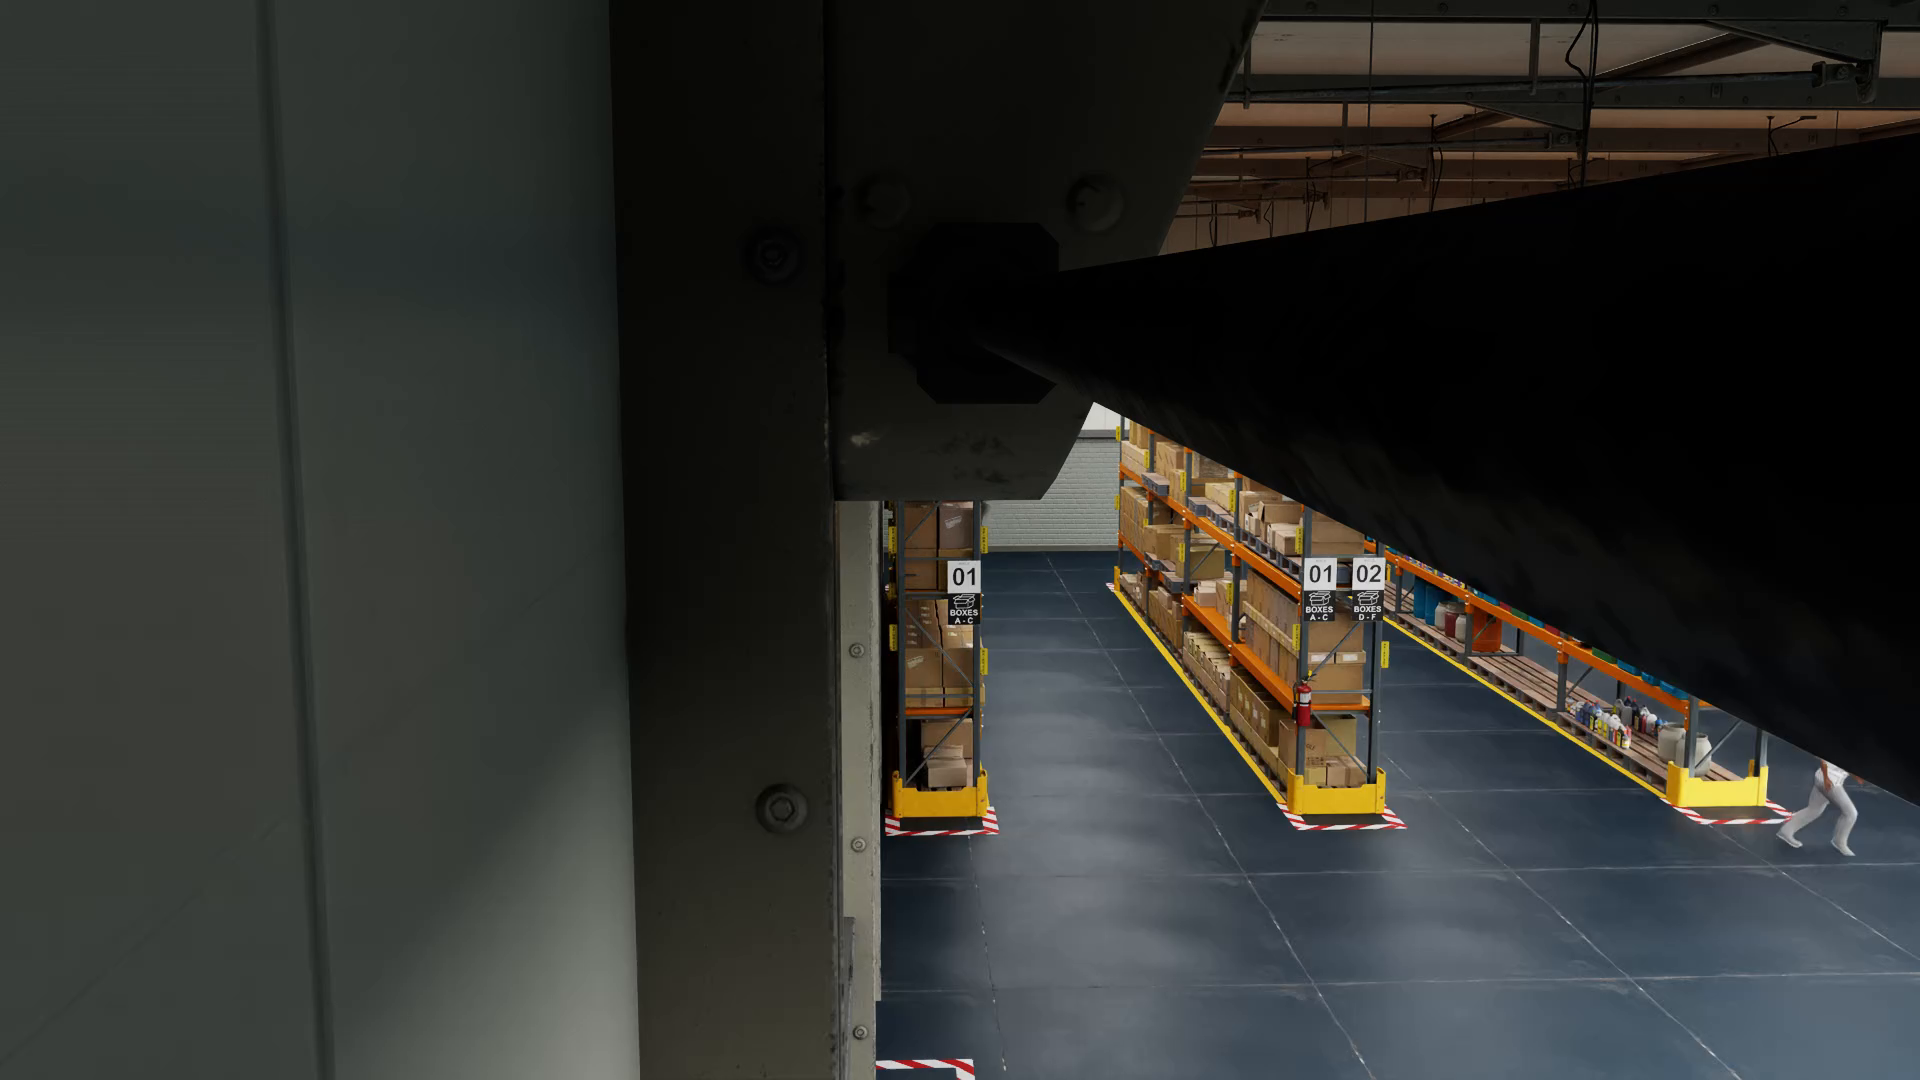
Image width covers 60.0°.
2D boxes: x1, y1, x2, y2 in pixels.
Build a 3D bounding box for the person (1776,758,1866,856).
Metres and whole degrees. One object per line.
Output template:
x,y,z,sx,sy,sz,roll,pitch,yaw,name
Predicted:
10.002,2.847,19.214,0.899,1.584,0.575,6,10,34,person
